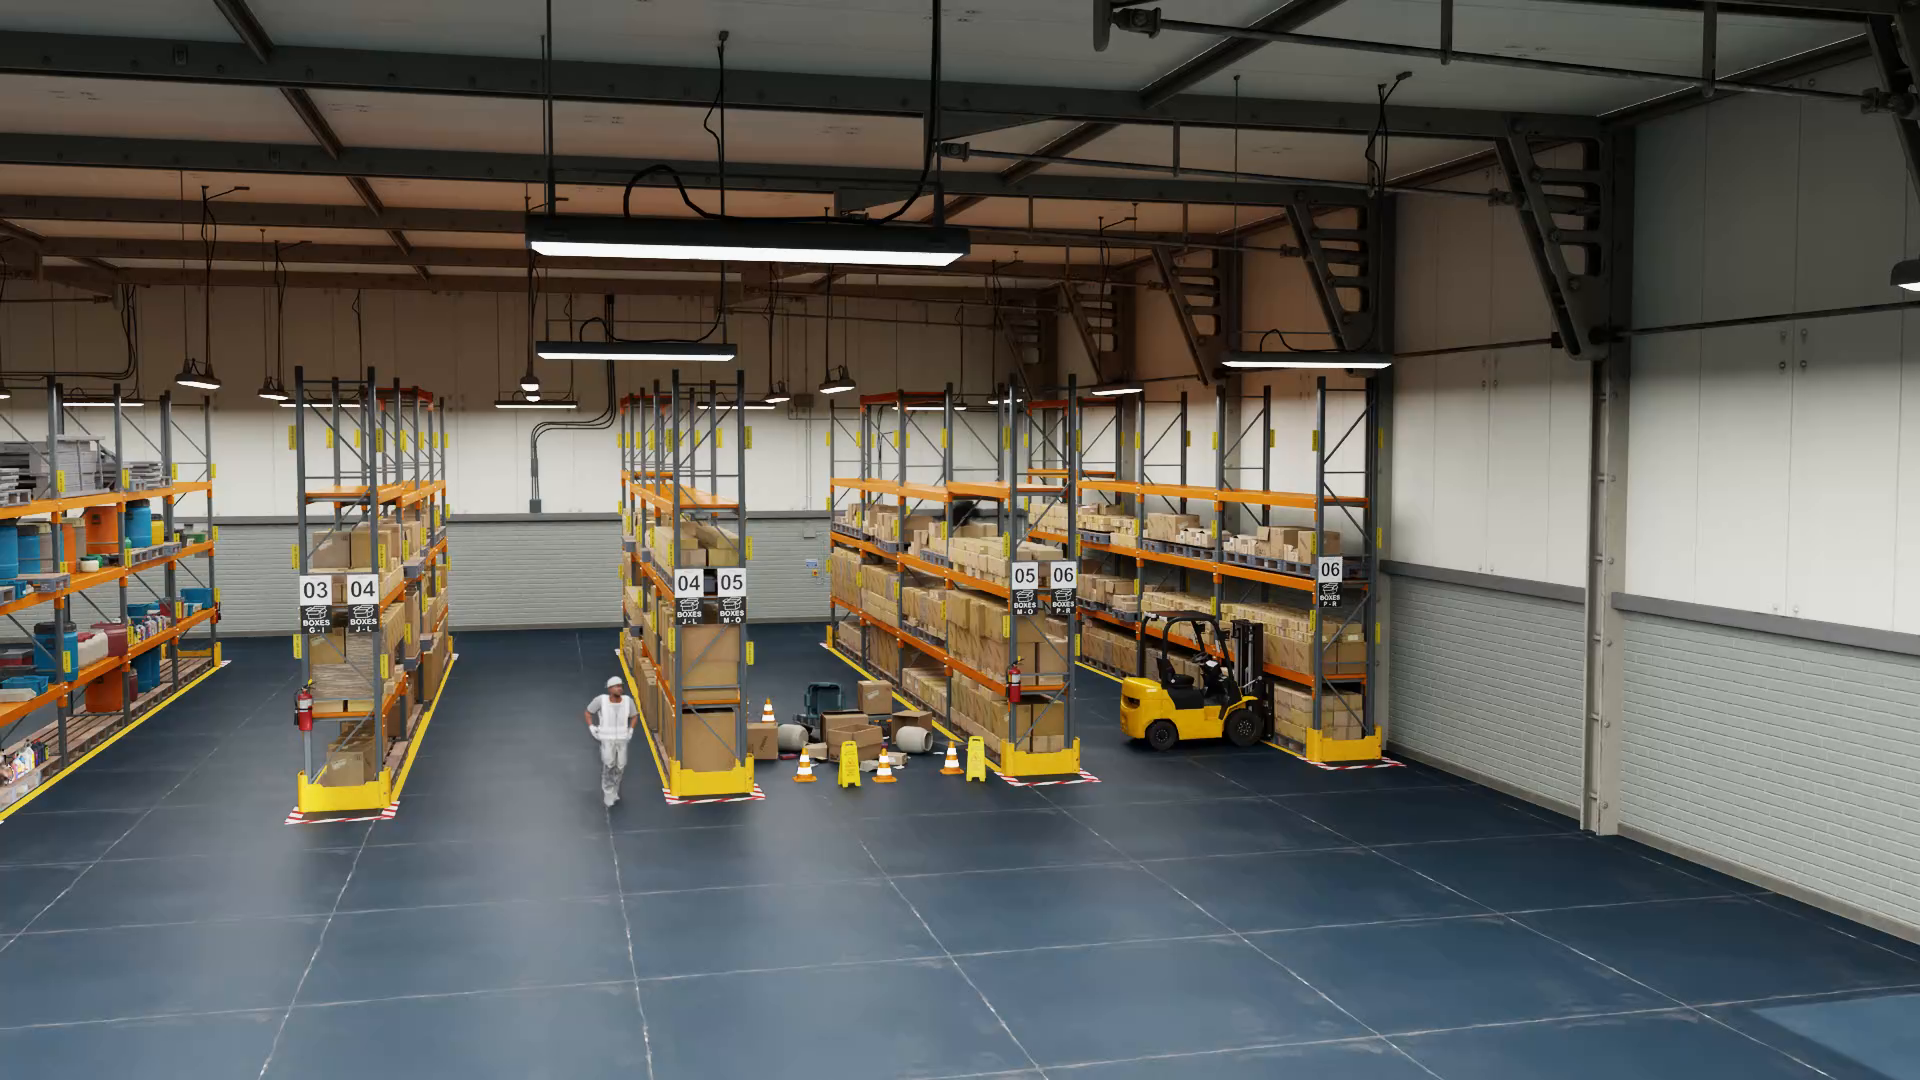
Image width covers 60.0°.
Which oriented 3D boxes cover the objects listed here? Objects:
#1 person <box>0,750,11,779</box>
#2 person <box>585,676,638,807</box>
[{"bbox_3d":[-11.429,2.964,19.455,0.647,1.768,0.638,1,4,21],"label":"person"},{"bbox_3d":[-4.756,2.759,22.873,0.699,1.773,0.639,-2,4,-27],"label":"person"}]
